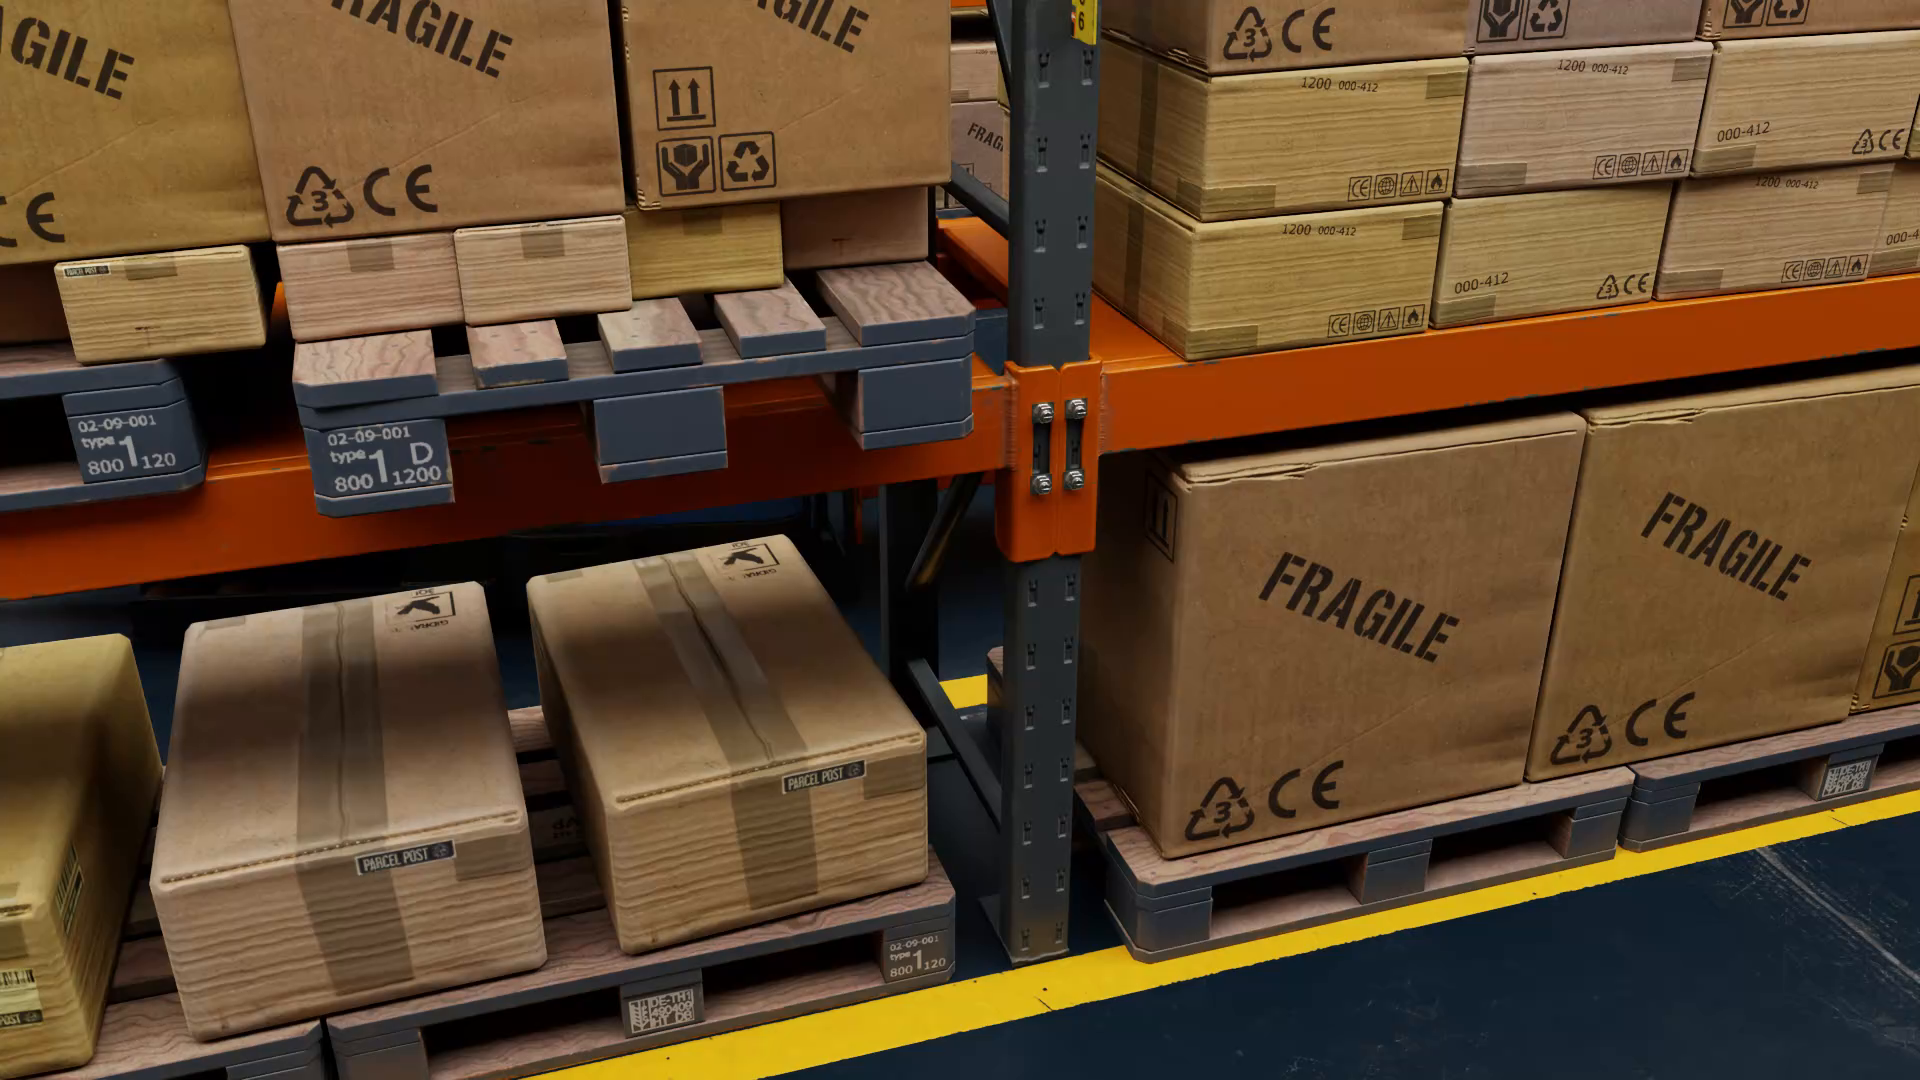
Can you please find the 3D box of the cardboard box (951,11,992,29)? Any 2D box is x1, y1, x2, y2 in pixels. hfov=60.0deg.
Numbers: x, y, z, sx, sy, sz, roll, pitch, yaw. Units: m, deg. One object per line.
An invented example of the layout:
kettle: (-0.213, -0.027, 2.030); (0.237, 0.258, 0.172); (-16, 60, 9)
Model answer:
cardboard box: (-0.080, -2.499, 8.406); (0.500, 0.250, 0.500); (-8, 27, -15)

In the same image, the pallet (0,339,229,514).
pallet: (-1.855, -0.297, 2.691); (1.213, 0.211, 1.003); (-8, 28, -16)

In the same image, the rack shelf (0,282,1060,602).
rack shelf: (-1.887, -0.075, 2.837); (4.000, 0.370, 1.077); (-8, 28, -16)

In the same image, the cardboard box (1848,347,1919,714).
cardboard box: (2.397, -0.213, 4.224); (0.875, 0.875, 0.875); (-7, 27, -15)

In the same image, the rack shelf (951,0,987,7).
rack shelf: (0.287, -2.705, 8.135); (4.000, 0.370, 1.077); (-8, 28, -16)

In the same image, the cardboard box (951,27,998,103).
cardboard box: (0.073, -2.281, 7.968); (0.500, 0.250, 0.500); (-8, 28, -16)

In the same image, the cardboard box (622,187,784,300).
cardboard box: (-0.457, -0.536, 2.767); (0.250, 0.149, 0.380); (-8, 27, -15)

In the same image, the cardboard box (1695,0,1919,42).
cardboard box: (1.525, -1.267, 3.192); (0.500, 0.500, 0.500); (-7, 27, -15)

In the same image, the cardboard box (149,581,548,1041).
cardboard box: (-1.225, 0.495, 3.363); (0.625, 0.372, 0.950); (-9, 28, -17)

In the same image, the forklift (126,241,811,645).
forklift: (-1.980, -1.265, 4.502); (3.031, 2.935, 1.130); (-2, 26, -4)

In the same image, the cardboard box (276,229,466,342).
cardboard box: (-0.924, -0.451, 2.596); (0.250, 0.149, 0.380); (-10, 28, -19)

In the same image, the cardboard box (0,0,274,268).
cardboard box: (-1.299, -0.713, 2.394); (0.500, 0.500, 0.500); (-10, 28, -20)

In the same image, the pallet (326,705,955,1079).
pallet: (-0.729, 0.683, 3.637); (1.213, 0.211, 1.003); (-8, 28, -16)

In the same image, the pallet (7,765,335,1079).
pallet: (-1.887, 0.849, 3.302); (1.213, 0.211, 1.003); (-8, 28, -16)

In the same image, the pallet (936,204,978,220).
pallet: (0.287, -1.776, 8.591); (1.213, 0.211, 1.003); (-8, 28, -16)

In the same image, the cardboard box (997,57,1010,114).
cardboard box: (0.397, -1.004, 3.505); (0.500, 0.250, 0.500); (-8, 28, -16)

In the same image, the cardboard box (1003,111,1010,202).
cardboard box: (0.415, -0.785, 3.627); (0.500, 0.250, 0.500); (-9, 28, -18)

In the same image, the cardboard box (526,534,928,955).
cardboard box: (-0.526, 0.390, 3.575); (0.625, 0.372, 0.950); (-10, 28, -20)

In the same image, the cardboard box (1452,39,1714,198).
cardboard box: (1.065, -0.866, 3.227); (0.500, 0.250, 0.500); (-8, 27, -15)

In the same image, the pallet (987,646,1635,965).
pallet: (0.788, 0.499, 4.007); (1.213, 0.211, 1.003); (-8, 28, -16)

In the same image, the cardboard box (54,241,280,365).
cardboard box: (-1.182, -0.408, 2.508); (0.250, 0.149, 0.380); (-8, 27, -15)

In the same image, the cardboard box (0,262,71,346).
cardboard box: (-1.460, -0.426, 2.546); (0.250, 0.149, 0.380); (-8, 28, -16)

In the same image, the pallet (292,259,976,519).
pallet: (-0.630, -0.444, 2.986); (1.003, 0.211, 1.213); (-8, 28, -16)

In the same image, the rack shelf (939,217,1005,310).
rack shelf: (0.112, -0.761, 4.860); (1.000, 0.278, 0.538); (-7, 27, -14)

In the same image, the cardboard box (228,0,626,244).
cardboard box: (-0.820, -0.783, 2.535); (0.500, 0.500, 0.500); (-9, 28, -17)

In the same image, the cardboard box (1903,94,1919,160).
cardboard box: (2.029, -0.993, 3.484); (0.500, 0.250, 0.500); (-8, 27, -15)

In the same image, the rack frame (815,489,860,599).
rack frame: (-0.378, -0.438, 4.867); (0.032, 1.125, 0.500); (-7, 27, -14)

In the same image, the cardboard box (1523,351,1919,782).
cardboard box: (1.547, -0.090, 3.976); (0.875, 0.875, 0.875); (-8, 27, -15)

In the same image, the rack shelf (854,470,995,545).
rack shelf: (0.112, -0.280, 5.099); (1.000, 0.278, 0.538); (-7, 27, -14)

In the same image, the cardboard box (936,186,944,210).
cardboard box: (-0.386, -1.881, 8.004); (0.500, 0.500, 0.500); (-8, 27, -15)

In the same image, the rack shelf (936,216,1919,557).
rack shelf: (1.916, -0.626, 3.947); (4.000, 0.370, 1.077); (-8, 28, -16)

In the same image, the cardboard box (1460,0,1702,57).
cardboard box: (1.028, -1.202, 3.062); (0.500, 0.500, 0.500); (-8, 28, -16)

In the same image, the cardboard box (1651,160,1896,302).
cardboard box: (1.541, -0.715, 3.485); (0.500, 0.250, 0.500); (-7, 27, -14)

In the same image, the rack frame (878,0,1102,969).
rack frame: (0.015, -0.673, 3.232); (0.127, 3.000, 1.000); (-8, 28, -16)

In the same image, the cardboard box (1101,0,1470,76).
cardboard box: (0.559, -1.130, 2.916); (0.500, 0.500, 0.500); (-9, 28, -18)

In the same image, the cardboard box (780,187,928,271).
cardboard box: (-0.224, -0.604, 2.903); (0.250, 0.149, 0.380); (-7, 27, -14)

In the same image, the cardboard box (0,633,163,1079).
cardboard box: (-1.948, 0.597, 3.158); (0.625, 0.372, 0.950); (-7, 27, -14)

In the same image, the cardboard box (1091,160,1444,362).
cardboard box: (0.558, -0.567, 3.187); (0.500, 0.250, 0.500); (-9, 28, -17)

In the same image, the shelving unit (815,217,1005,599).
shelving unit: (0.112, -0.499, 4.990); (1.048, 1.125, 0.538); (-7, 27, -14)

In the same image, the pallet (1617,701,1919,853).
pallet: (1.946, 0.333, 4.342); (1.213, 0.211, 1.003); (-8, 28, -16)

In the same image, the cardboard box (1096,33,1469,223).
cardboard box: (0.573, -0.795, 3.085); (0.500, 0.250, 0.500); (-8, 28, -16)

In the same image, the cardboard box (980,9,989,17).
cardboard box: (0.413, -2.574, 8.558); (0.500, 0.250, 0.500); (-7, 27, -14)

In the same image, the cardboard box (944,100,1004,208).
cardboard box: (0.101, -1.953, 8.150); (0.500, 0.500, 0.500); (-9, 28, -17)

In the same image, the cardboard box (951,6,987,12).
cardboard box: (0.147, -4.554, 12.966); (0.875, 0.875, 1.225); (-8, 28, -16)

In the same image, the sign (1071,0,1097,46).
sign: (0.192, -0.928, 2.533); (0.005, 0.325, 0.100); (-8, 28, -16)

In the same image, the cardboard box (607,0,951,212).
cardboard box: (-0.331, -0.859, 2.688); (0.500, 0.500, 0.500); (-9, 28, -18)

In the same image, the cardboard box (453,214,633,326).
cardboard box: (-0.682, -0.483, 2.659); (0.250, 0.149, 0.380); (-8, 28, -17)

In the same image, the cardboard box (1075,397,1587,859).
cardboard box: (0.697, 0.031, 3.732); (0.875, 0.875, 0.875); (-8, 28, -17)

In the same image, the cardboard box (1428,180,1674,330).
cardboard box: (1.041, -0.645, 3.344); (0.500, 0.250, 0.500); (-9, 28, -18)

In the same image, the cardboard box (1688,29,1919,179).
cardboard box: (1.542, -0.929, 3.355); (0.500, 0.250, 0.500); (-8, 28, -16)

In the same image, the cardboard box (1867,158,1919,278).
cardboard box: (2.009, -0.784, 3.625); (0.500, 0.250, 0.500); (-8, 28, -16)
